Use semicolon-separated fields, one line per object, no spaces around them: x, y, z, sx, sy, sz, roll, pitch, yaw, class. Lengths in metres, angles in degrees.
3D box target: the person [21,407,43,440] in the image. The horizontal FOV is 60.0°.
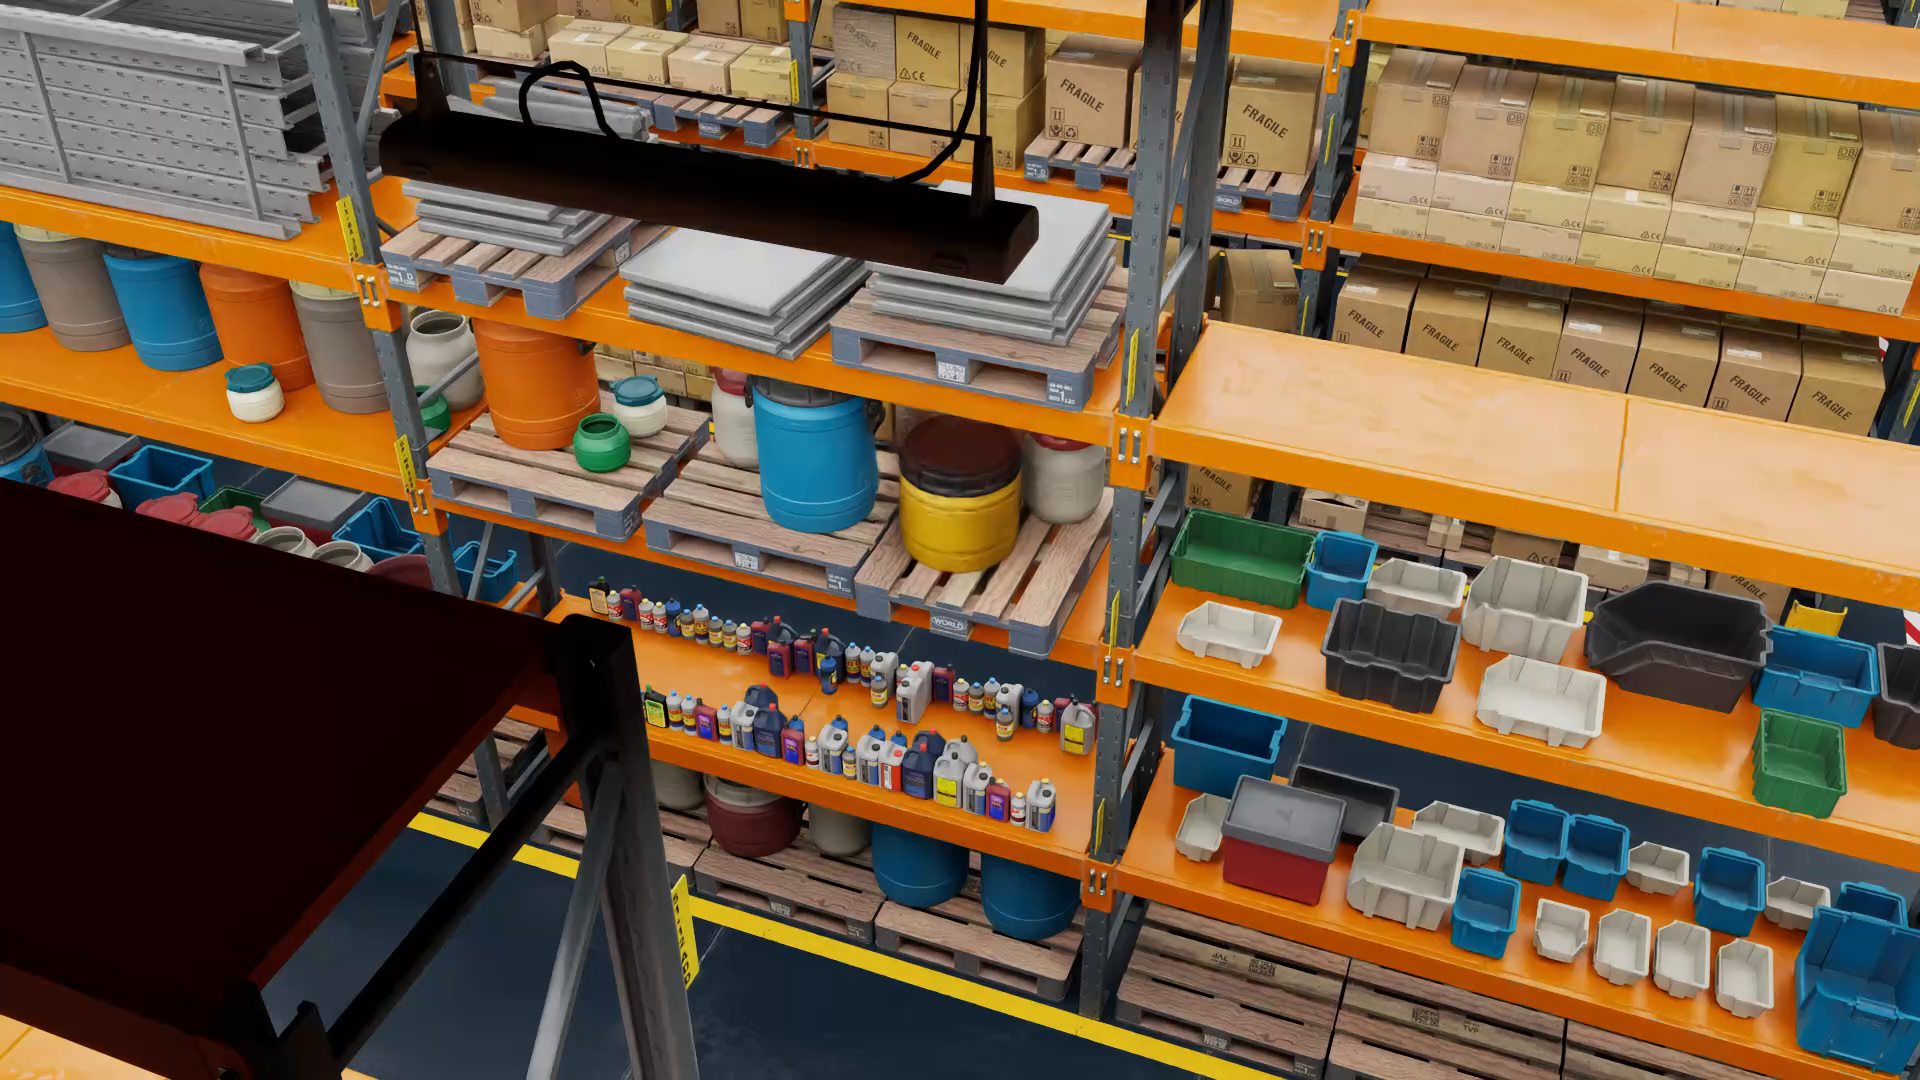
-7.499;-1.296;13.677;0.866;1.753;0.584;8;37;10;person
